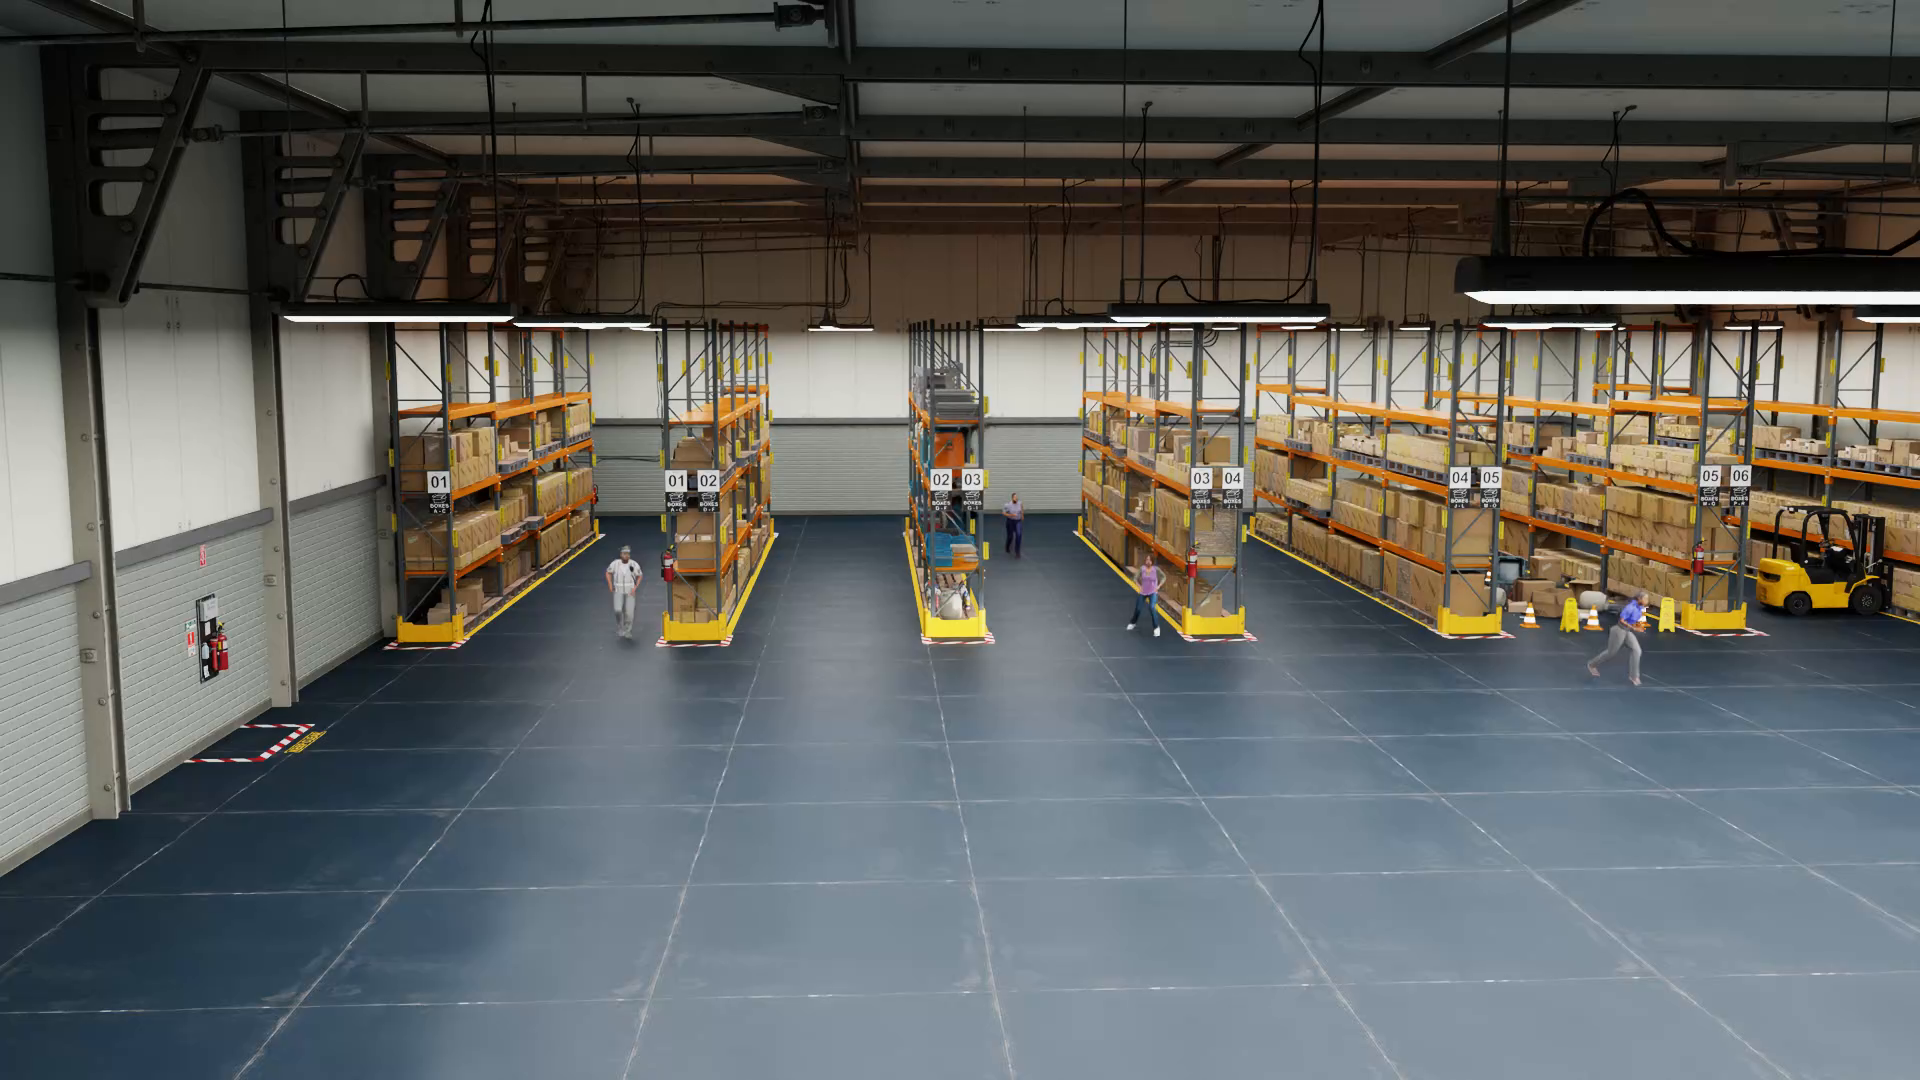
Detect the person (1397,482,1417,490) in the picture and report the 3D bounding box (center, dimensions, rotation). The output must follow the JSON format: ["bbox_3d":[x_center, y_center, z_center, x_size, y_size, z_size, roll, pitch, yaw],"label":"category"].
[{"bbox_3d":[13.422,-1.323,50.050,0.918,1.764,0.712,-3,8,-20],"label":"person"}]

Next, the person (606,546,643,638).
[{"bbox_3d":[-6.340,0.982,31.418,0.684,1.751,0.592,-1,7,-9],"label":"person"}]

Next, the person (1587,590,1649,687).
[{"bbox_3d":[10.859,1.589,27.446,0.967,1.615,0.617,7,10,43],"label":"person"}]

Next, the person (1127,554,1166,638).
[{"bbox_3d":[3.550,1.041,31.752,0.751,1.576,0.642,2,7,13],"label":"person"}]

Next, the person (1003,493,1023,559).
[{"bbox_3d":[1.374,-0.387,42.992,0.627,1.685,0.936,-2,7,-18],"label":"person"}]
